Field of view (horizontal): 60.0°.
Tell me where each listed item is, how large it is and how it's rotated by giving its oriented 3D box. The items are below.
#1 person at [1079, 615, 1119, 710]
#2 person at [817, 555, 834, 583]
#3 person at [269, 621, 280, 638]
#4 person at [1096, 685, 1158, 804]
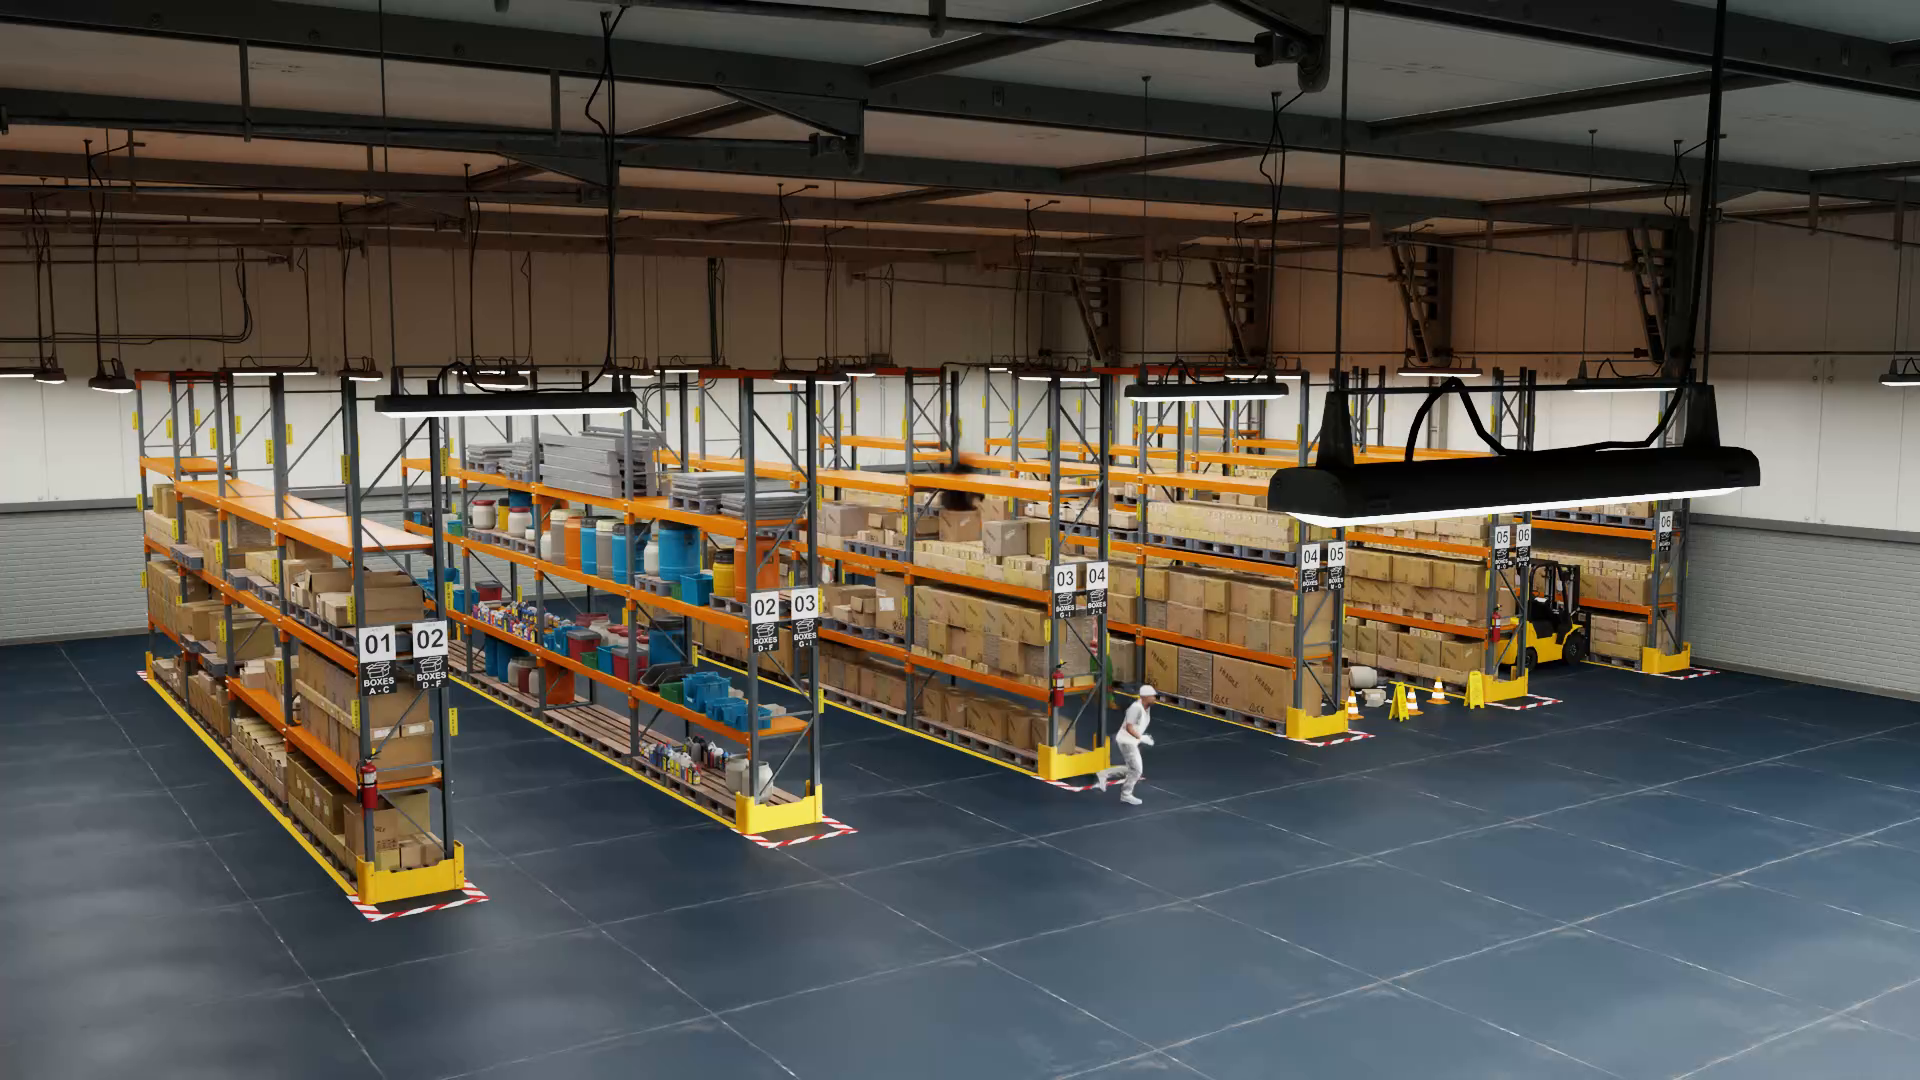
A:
[{"bbox_3d":[2.471,2.069,29.523,0.645,1.800,0.903,-5,8,-37],"label":"person"},{"bbox_3d":[-3.148,1.188,37.830,0.662,1.820,0.796,-3,7,-22],"label":"person"},{"bbox_3d":[-13.504,1.823,33.168,0.562,1.561,0.671,-5,8,-39],"label":"person"},{"bbox_3d":[2.363,2.864,23.493,0.864,1.679,0.687,2,7,16],"label":"person"}]
